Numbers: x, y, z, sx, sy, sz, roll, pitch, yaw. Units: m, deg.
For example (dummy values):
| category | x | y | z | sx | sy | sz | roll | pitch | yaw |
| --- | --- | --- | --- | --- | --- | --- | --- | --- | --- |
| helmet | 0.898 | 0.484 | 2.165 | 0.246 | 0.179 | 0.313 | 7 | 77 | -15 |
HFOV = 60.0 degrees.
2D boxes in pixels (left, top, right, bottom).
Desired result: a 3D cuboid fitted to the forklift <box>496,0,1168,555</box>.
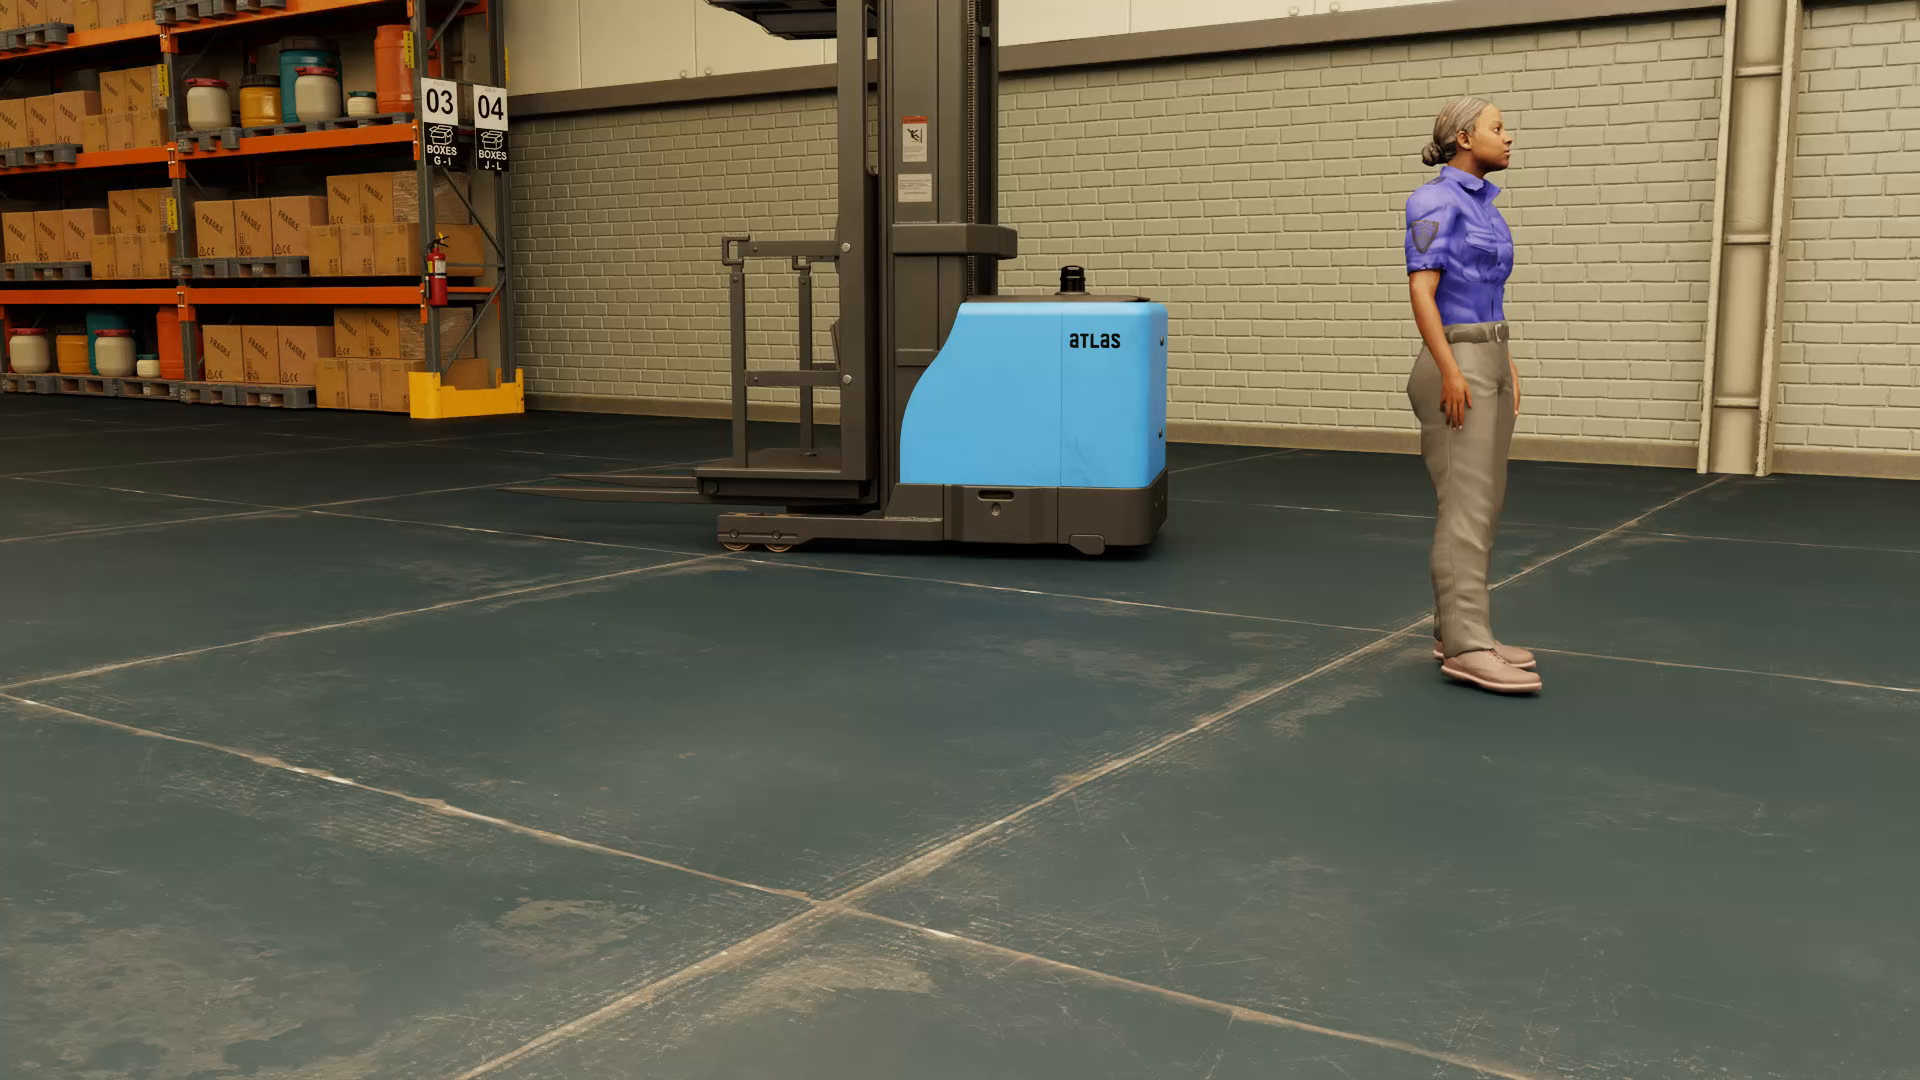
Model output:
| category | x | y | z | sx | sy | sz | roll | pitch | yaw |
| --- | --- | --- | --- | --- | --- | --- | --- | --- | --- |
| forklift | -0.596 | -1.469 | 7.520 | 3.031 | 2.935 | 1.130 | 2 | 8 | 12 |

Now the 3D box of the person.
| category | x | y | z | sx | sy | sz | roll | pitch | yaw |
| --- | --- | --- | --- | --- | --- | --- | --- | --- | --- |
| person | 1.530 | -0.441 | 4.779 | 0.503 | 1.656 | 0.569 | 6 | 10 | 37 |
